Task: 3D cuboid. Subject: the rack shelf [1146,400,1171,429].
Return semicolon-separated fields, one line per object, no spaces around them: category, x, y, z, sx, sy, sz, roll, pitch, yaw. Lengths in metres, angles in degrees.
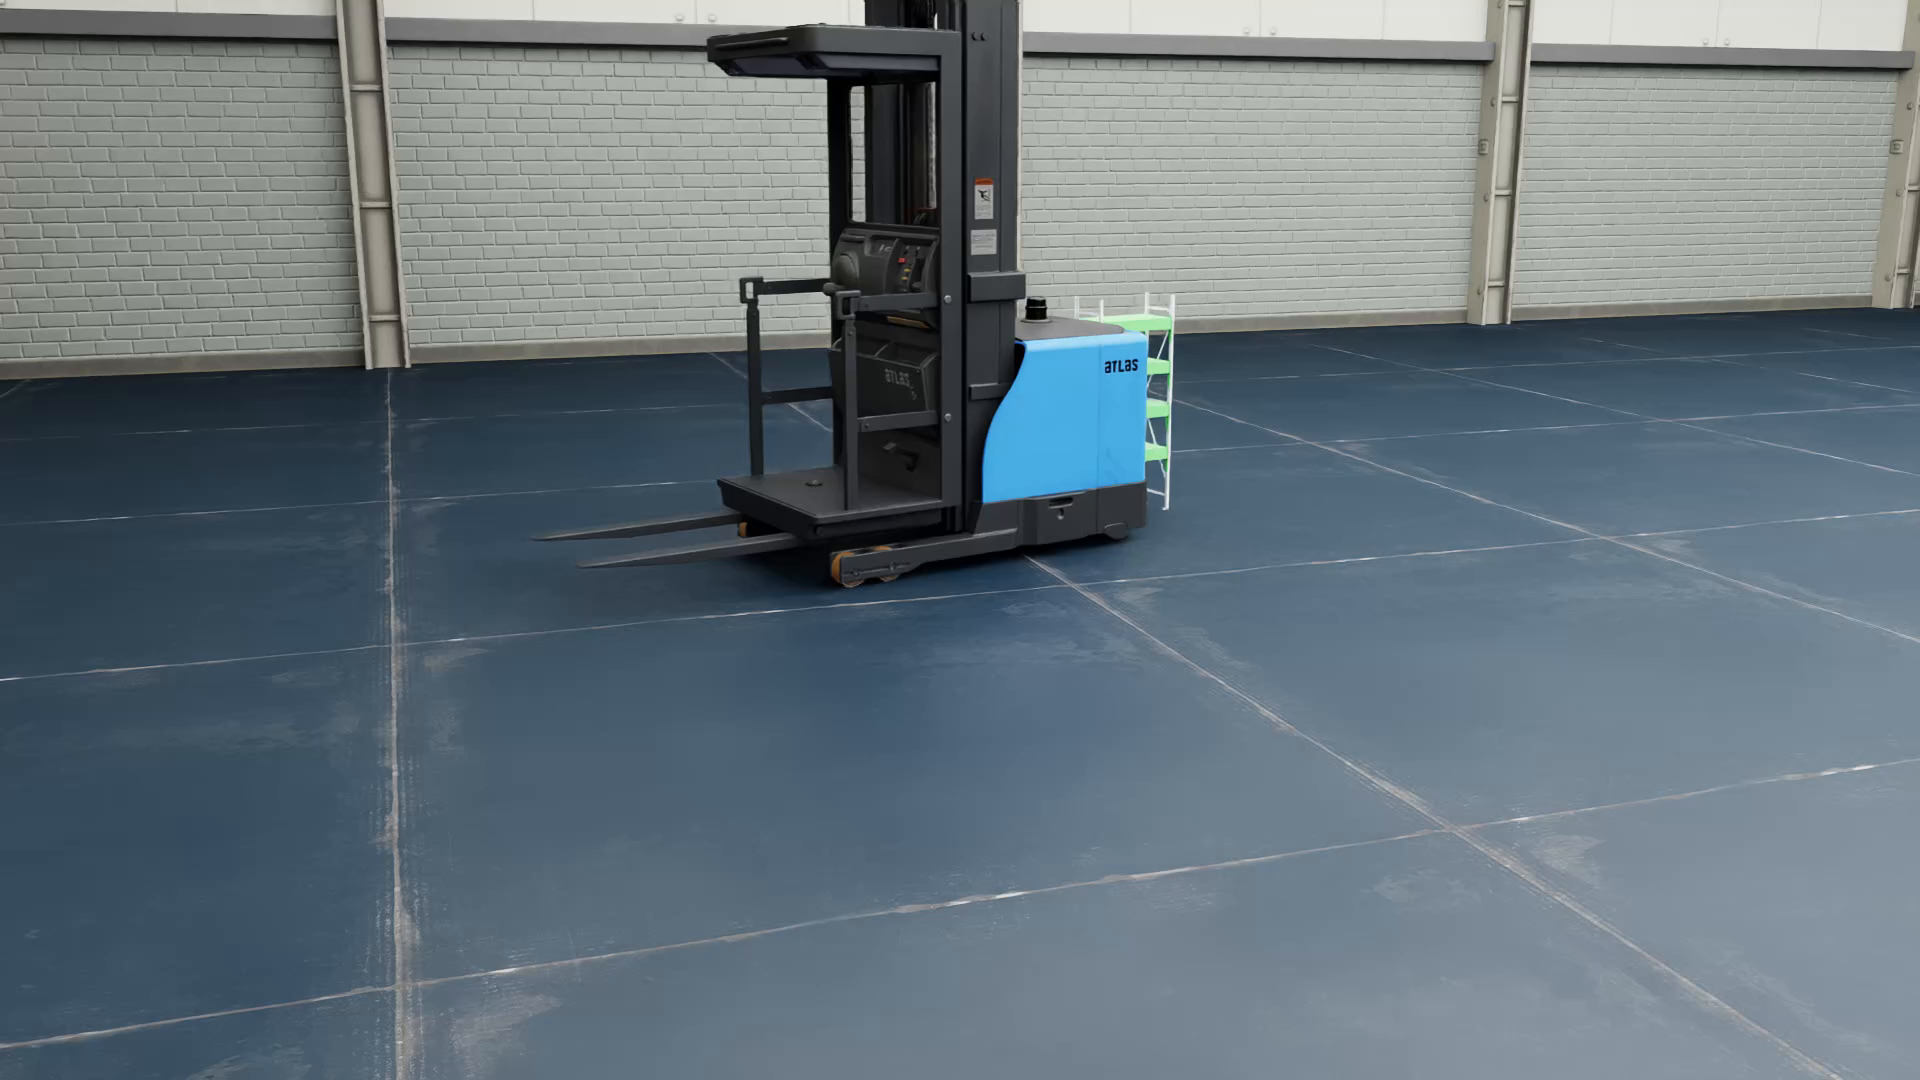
rack shelf;0.897;-0.684;9.200;0.480;0.148;0.258;-8;16;-32

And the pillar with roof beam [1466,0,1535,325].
pillar with roof beam;7.448;-5.930;14.127;0.400;9.000;9.100;-4;14;-18

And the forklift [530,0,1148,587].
forklift;-0.545;-1.345;7.965;3.031;2.935;1.130;-8;16;-32

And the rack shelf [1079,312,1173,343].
rack shelf;0.897;-1.151;9.089;0.480;0.148;0.258;-8;16;-32

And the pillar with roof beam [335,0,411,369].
pillar with roof beam;-3.925;-5.044;10.403;0.400;9.000;9.100;-4;14;-18

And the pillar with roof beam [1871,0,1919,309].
pillar with roof beam;13.135;-6.373;15.988;0.400;9.000;9.100;-4;14;-18

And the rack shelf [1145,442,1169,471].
rack shelf;0.897;-0.450;9.255;0.480;0.148;0.258;-8;16;-32

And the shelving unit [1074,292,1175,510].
shelving unit;0.897;-0.746;9.185;0.503;1.200;0.258;-8;16;-32

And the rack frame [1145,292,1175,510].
rack frame;1.102;-0.776;9.313;0.015;1.200;0.240;-8;16;-32

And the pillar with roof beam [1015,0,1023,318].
pillar with roof beam;1.762;-5.487;12.265;0.400;9.000;9.100;-4;14;-18

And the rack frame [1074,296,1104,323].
rack frame;0.691;-0.715;9.057;0.015;1.200;0.240;-8;16;-32

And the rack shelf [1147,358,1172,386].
rack shelf;0.897;-0.917;9.144;0.480;0.148;0.258;-8;16;-32
